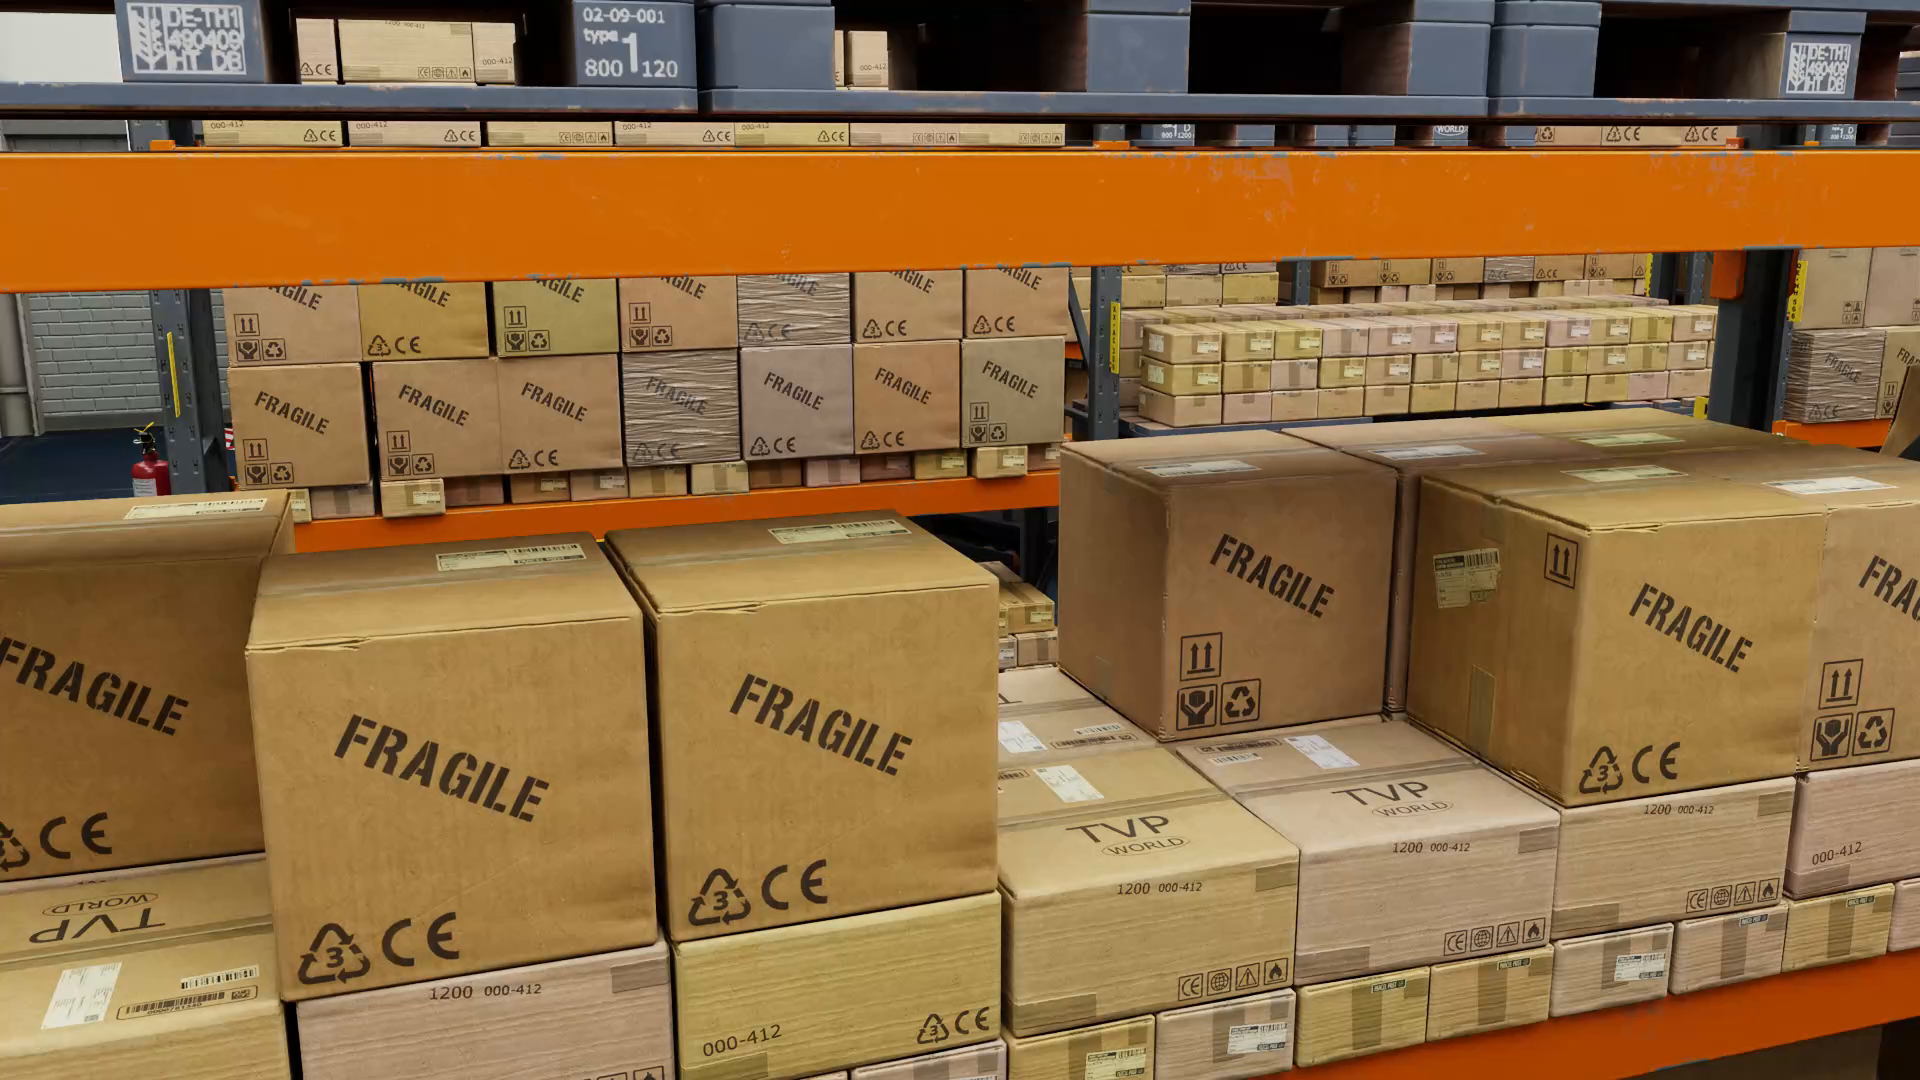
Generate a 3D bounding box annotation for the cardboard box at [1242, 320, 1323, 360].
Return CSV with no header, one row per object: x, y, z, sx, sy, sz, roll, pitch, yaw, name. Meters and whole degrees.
1.566,-0.980,8.131,0.250,0.149,0.380,-4,14,-18,cardboard box

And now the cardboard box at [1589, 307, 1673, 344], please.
3.526,-1.133,8.773,0.250,0.149,0.380,-4,14,-16,cardboard box

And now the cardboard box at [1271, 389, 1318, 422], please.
1.559,-0.690,8.196,0.250,0.149,0.380,-4,14,-18,cardboard box

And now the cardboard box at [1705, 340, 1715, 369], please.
4.008,-1.026,8.966,0.250,0.149,0.380,-4,14,-17,cardboard box

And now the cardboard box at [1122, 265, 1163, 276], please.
1.293,-2.378,13.283,0.500,0.500,0.500,-4,14,-18,cardboard box

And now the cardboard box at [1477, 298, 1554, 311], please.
3.092,-1.258,9.301,0.250,0.149,0.380,-5,14,-20,cardboard box

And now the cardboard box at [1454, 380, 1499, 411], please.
2.536,-0.766,8.516,0.250,0.149,0.380,-5,14,-21,cardboard box

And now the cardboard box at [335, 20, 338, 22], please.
-2.624,-2.157,6.630,0.250,0.149,0.380,-4,14,-16,cardboard box

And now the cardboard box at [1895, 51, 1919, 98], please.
5.087,-2.609,9.218,0.500,0.311,0.500,-4,14,-18,cardboard box

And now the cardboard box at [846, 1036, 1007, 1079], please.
-0.106,0.823,2.743,0.250,0.149,0.380,-5,14,-19,cardboard box

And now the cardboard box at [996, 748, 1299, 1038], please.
0.237,0.587,2.876,0.500,0.250,0.500,-5,14,-19,cardboard box

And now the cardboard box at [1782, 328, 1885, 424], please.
4.843,-0.958,9.472,0.500,0.500,0.500,-4,14,-17,cardboard box

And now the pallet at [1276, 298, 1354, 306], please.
3.298,-1.996,14.468,1.003,0.211,1.213,-4,14,-18,pallet

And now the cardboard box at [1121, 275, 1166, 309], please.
1.315,-2.011,13.361,0.500,0.250,0.500,-5,14,-20,cardboard box

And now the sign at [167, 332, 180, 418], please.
-3.078,-0.647,6.511,0.005,0.325,0.100,-4,14,-18,sign

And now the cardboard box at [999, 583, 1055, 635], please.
0.286,0.336,8.214,0.250,0.149,0.380,-4,14,-16,cardboard box

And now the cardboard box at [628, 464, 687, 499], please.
-1.377,-0.301,7.469,0.250,0.149,0.380,-4,14,-16,cardboard box

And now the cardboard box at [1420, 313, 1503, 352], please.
2.539,-1.056,8.451,0.250,0.149,0.380,-4,14,-16,cardboard box

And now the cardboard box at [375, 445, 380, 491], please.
-2.552,-0.341,7.636,0.250,0.149,0.380,-5,14,-19,cardboard box

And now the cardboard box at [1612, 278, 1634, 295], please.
5.792,-2.277,14.868,0.250,0.149,0.380,-5,14,-20,cardboard box

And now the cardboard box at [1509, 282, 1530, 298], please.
4.794,-2.223,14.643,0.250,0.149,0.380,-5,14,-20,cardboard box

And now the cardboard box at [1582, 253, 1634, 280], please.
5.613,-2.585,14.763,0.500,0.500,0.500,-4,14,-18,cardboard box

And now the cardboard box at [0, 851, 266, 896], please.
-1.390,0.585,2.884,0.500,0.250,0.500,-5,14,-19,cardboard box

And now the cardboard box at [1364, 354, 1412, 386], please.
2.051,-0.874,8.326,0.250,0.149,0.380,-4,14,-16,cardboard box

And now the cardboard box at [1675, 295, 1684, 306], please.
6.655,-2.277,15.777,0.250,0.149,0.380,-5,14,-19,cardboard box

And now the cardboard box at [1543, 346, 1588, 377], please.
3.033,-0.950,8.646,0.250,0.149,0.380,-5,14,-18,cardboard box

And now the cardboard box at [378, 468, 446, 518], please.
-2.340,-0.211,7.090,0.250,0.149,0.380,-5,14,-20,cardboard box

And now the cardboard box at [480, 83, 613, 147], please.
-1.760,-1.787,7.016,0.500,0.250,0.500,-5,14,-20,cardboard box

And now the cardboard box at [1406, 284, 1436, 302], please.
3.844,-2.118,14.202,0.250,0.149,0.380,-4,14,-18,cardboard box

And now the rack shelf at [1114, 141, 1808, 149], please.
2.435,-1.897,8.709,4.000,0.370,1.077,-4,14,-18,rack shelf

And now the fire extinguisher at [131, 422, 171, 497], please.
-3.637,-0.209,7.511,0.183,0.674,0.296,-4,14,-18,fire extinguisher

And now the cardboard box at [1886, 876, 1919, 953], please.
1.841,0.672,3.380,0.250,0.149,0.380,-4,14,-18,cardboard box

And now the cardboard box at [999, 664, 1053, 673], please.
0.277,0.646,8.198,0.250,0.149,0.380,-4,14,-17,cardboard box

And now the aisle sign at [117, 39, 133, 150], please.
-3.225,-1.539,6.511,0.004,0.787,0.394,-4,14,-18,aisle sign

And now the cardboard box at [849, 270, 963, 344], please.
-0.308,-1.187,7.630,0.500,0.500,0.500,-5,14,-20,cardboard box

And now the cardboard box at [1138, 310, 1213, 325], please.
1.112,-1.104,8.653,0.250,0.149,0.380,-5,14,-20,cardboard box

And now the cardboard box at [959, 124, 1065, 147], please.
0.161,-1.931,7.621,0.500,0.250,0.500,-4,14,-17,cardboard box

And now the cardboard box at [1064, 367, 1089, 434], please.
1.129,-1.087,13.913,0.875,0.875,0.875,-4,14,-17,cardboard box

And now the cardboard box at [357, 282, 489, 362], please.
-2.265,-1.038,7.006,0.500,0.500,0.500,-4,14,-16,cardboard box

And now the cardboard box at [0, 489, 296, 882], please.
-1.387,0.220,2.796,0.500,0.500,0.500,-4,14,-17,cardboard box

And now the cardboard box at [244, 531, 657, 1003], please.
-0.750,0.301,2.458,0.500,0.500,0.500,-5,14,-19,cardboard box

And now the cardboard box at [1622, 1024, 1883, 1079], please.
1.375,1.316,3.814,0.875,0.875,0.875,-4,14,-18,cardboard box

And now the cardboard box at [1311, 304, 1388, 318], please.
2.094,-1.180,8.972,0.250,0.149,0.380,-5,14,-21,cardboard box

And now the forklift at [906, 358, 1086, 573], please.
0.460,-1.326,11.384,3.031,2.935,1.130,12,18,42,forklift

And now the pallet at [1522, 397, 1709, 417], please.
3.689,-0.766,9.296,1.003,0.211,1.213,-4,14,-18,pallet

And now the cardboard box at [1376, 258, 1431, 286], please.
3.648,-2.434,14.126,0.500,0.500,0.500,-4,14,-15,cardboard box

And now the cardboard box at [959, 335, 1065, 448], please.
0.172,-0.736,7.896,0.500,0.500,0.500,-4,14,-18,cardboard box

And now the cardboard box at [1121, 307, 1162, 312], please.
1.298,-1.772,13.433,0.500,0.250,0.500,-5,14,-19,cardboard box

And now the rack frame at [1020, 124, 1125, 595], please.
0.540,-0.640,8.352,0.127,3.000,1.000,-4,14,-18,rack frame

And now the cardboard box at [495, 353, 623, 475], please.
-1.770,-0.589,7.280,0.500,0.500,0.500,-4,14,-17,cardboard box

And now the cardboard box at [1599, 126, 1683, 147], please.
3.401,-2.306,8.656,0.500,0.500,0.500,-4,14,-18,cardboard box

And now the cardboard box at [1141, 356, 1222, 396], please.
1.060,-0.795,7.996,0.250,0.149,0.380,-4,14,-17,cardboard box

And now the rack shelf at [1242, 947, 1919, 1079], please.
0.130,0.953,3.210,4.000,0.370,1.077,-4,14,-18,rack shelf

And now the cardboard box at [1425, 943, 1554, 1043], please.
0.866,0.748,3.060,0.250,0.149,0.380,-4,14,-17,cardboard box

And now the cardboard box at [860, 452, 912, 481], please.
-0.404,-0.392,7.852,0.250,0.149,0.380,-5,14,-20,cardboard box

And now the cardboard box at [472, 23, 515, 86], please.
-1.775,-2.023,6.929,0.500,0.250,0.500,-4,14,-17,cardboard box

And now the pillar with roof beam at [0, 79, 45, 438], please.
-7.982,-4.485,11.550,0.400,9.000,9.100,-4,14,-18,pillar with roof beam

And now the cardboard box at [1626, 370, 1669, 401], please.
3.530,-0.843,8.841,0.250,0.149,0.380,-4,14,-17,cardboard box

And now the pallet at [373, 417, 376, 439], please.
-5.685,-1.219,16.814,1.213,0.211,1.003,-4,14,-18,pallet
